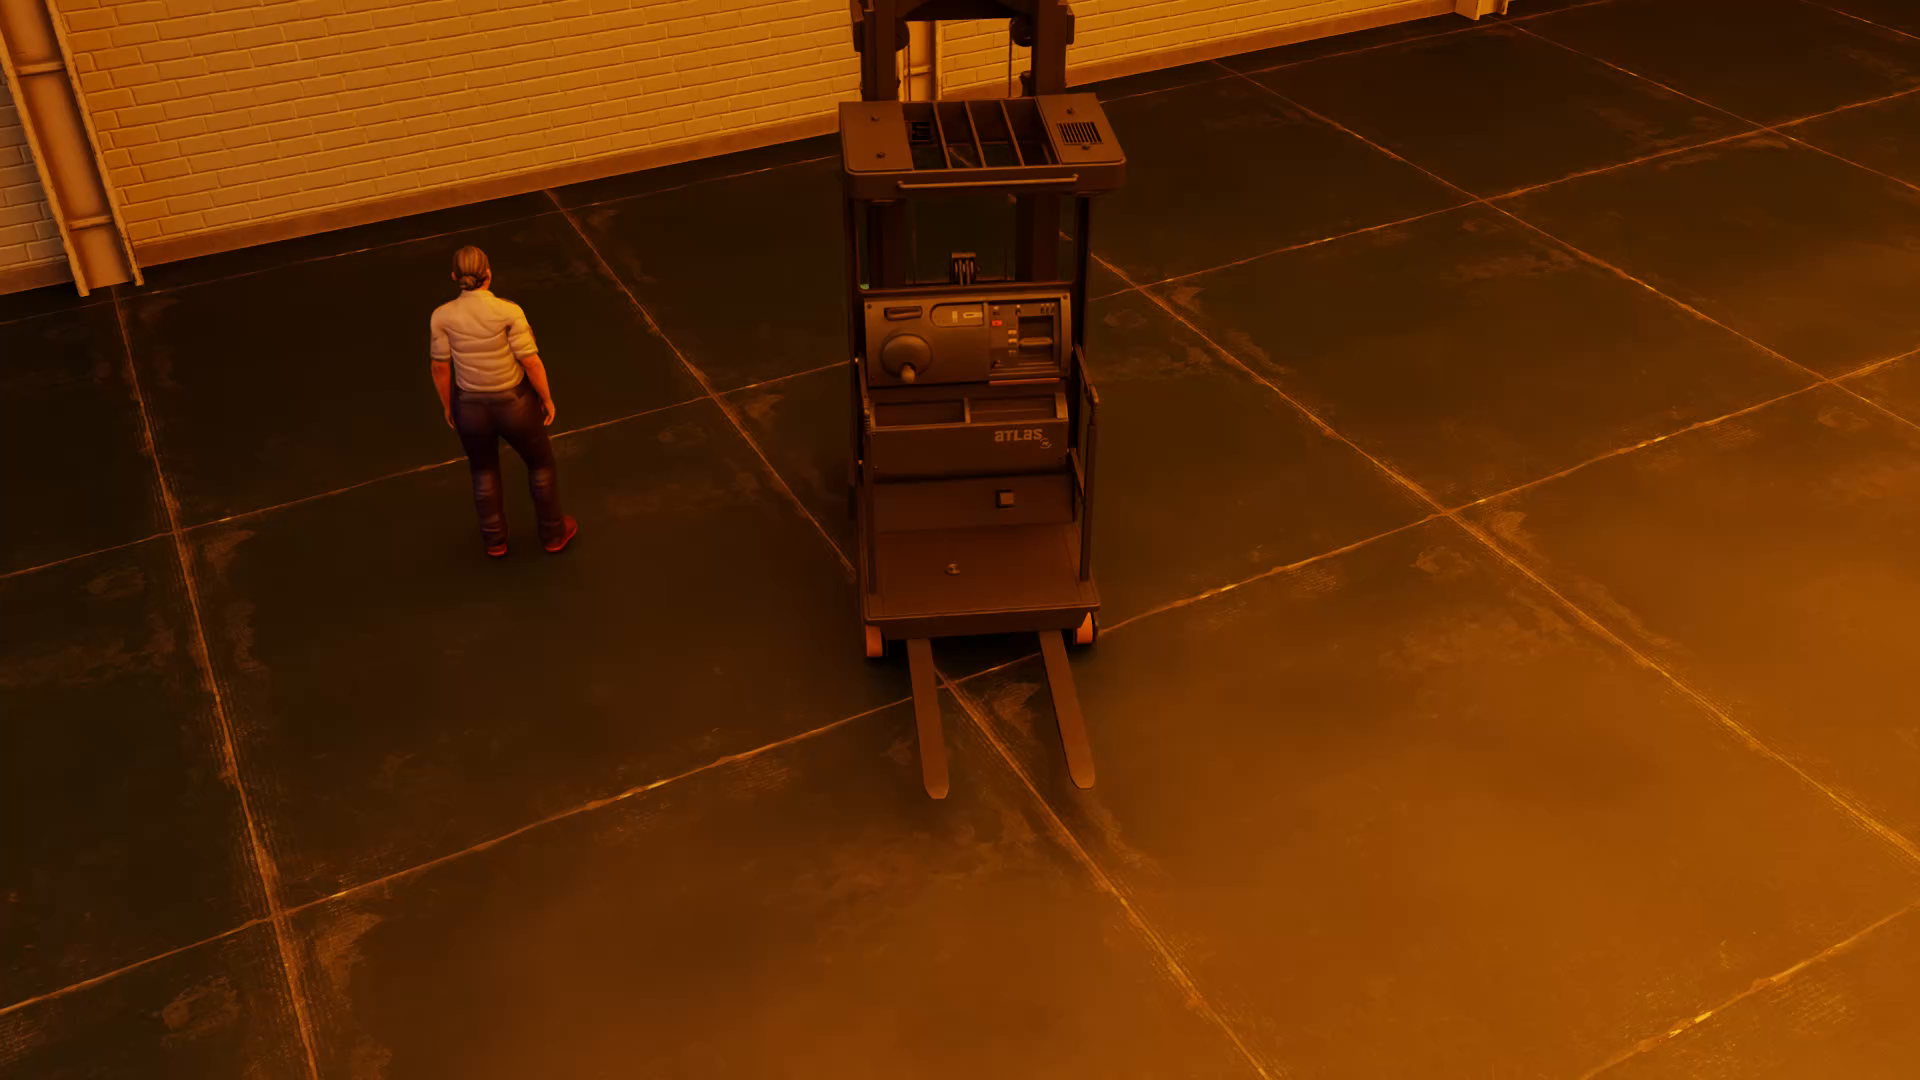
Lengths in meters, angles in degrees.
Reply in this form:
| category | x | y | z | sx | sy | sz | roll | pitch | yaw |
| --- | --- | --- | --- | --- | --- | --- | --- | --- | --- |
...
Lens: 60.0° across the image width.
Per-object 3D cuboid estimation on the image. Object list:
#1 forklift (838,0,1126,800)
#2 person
| category | x | y | z | sx | sy | sz | roll | pitch | yaw |
| --- | --- | --- | --- | --- | --- | --- | --- | --- | --- |
| forklift | 0.061 | -0.846 | 7.320 | 1.130 | 2.935 | 3.031 | -3 | 35 | -5 |
| person | -2.269 | -0.653 | 8.158 | 0.538 | 1.650 | 0.380 | -2 | 35 | -3 |
